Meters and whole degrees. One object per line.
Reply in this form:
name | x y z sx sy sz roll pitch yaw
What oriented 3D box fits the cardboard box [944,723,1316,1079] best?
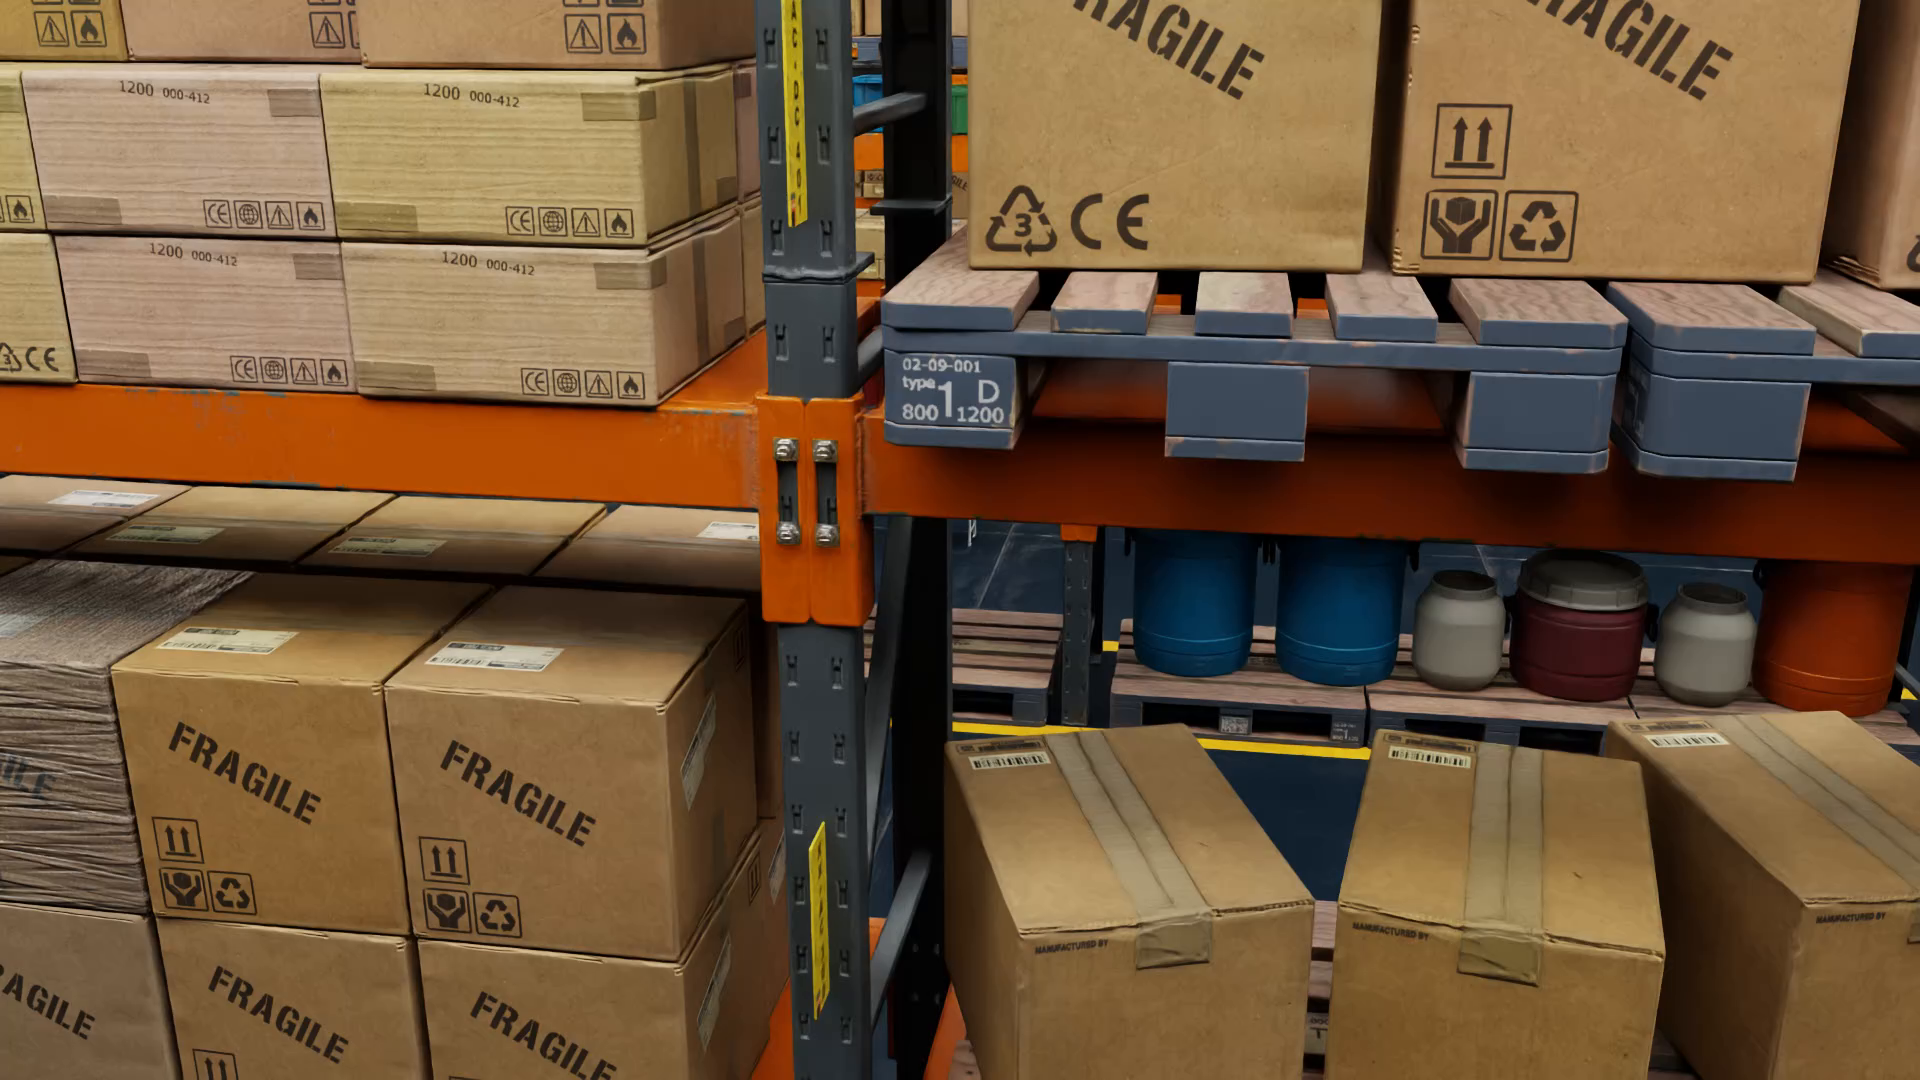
cardboard box | 0.275 0.728 3.081 0.500 0.500 0.700 -3 19 -10

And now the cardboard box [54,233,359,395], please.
cardboard box | -1.171 -0.440 2.901 0.500 0.250 0.500 3 19 9

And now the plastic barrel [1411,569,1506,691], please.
plastic barrel | 2.410 0.434 8.037 0.421 0.512 0.421 0 18 0

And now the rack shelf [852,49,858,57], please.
rack shelf | 0.330 -4.954 17.287 4.000 0.370 1.077 3 19 9

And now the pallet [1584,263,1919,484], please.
pallet | 1.500 -0.347 2.681 1.003 0.211 1.213 3 19 9

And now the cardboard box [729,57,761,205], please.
cardboard box | -0.597 -0.810 3.218 0.500 0.250 0.500 3 19 9

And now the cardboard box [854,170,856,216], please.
cardboard box | -1.094 -2.692 12.706 0.500 0.500 0.500 2 19 7

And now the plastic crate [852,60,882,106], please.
plastic crate | -0.550 -2.180 8.070 0.590 0.269 0.497 3 19 9

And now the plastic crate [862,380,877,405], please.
plastic crate | -0.209 -0.853 8.431 0.583 0.464 0.402 3 19 9

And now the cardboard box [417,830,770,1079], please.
cardboard box | -0.691 0.888 3.263 0.500 0.500 0.500 3 19 10

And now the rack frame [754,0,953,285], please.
rack frame | -0.157 -1.964 2.492 0.127 3.000 1.000 3 19 9

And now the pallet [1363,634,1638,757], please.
pallet | 2.596 0.764 8.187 1.213 0.211 1.003 3 19 9

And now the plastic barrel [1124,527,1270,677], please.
plastic barrel | 1.167 0.158 8.250 0.708 0.901 0.600 3 19 9

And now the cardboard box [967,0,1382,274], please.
cardboard box | 0.329 -0.787 2.725 0.600 0.600 0.600 1 19 3

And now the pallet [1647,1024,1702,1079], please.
pallet | 1.872 1.076 3.161 1.213 0.211 1.003 3 19 9

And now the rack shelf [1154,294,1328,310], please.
rack shelf | 3.393 -1.781 12.532 4.000 0.370 1.077 3 19 9

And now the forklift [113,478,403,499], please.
forklift | -2.752 0.136 5.778 1.130 2.935 3.031 10 21 28

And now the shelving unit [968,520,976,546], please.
shelving unit | -0.163 -0.577 10.638 0.503 1.200 0.258 3 19 9

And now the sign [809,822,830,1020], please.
sign | -0.235 0.640 2.797 0.005 0.325 0.100 3 19 9

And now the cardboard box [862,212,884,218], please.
cardboard box | -0.492 -2.477 13.245 0.500 0.250 0.500 3 19 9

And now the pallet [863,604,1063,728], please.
pallet | -0.100 0.626 8.598 1.213 0.211 1.003 3 19 9

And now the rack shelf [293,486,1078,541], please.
rack shelf | -1.342 -0.431 8.496 4.000 0.370 1.077 3 19 9

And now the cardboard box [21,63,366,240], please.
cardboard box | -1.173 -0.673 2.810 0.500 0.250 0.500 3 19 9

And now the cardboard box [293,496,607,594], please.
cardboard box | -1.087 0.221 3.681 0.500 0.500 0.500 2 19 7

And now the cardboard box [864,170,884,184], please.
cardboard box | -0.713 -4.033 17.504 0.500 0.500 0.500 3 19 9

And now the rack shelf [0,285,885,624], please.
rack shelf | -2.131 -0.301 3.383 4.000 0.370 1.077 3 19 9

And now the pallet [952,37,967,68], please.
pallet | 0.612 -3.648 12.390 1.213 0.211 1.003 3 19 9

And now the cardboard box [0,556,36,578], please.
cardboard box | -2.198 0.339 3.331 0.500 0.500 0.500 3 19 8

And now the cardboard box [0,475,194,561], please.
cardboard box | -2.104 0.170 3.836 0.500 0.500 0.500 4 19 10

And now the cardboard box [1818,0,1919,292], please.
cardboard box | 1.646 -0.721 2.527 0.600 0.600 0.600 2 19 6

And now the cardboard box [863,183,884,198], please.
cardboard box | -0.862 -3.705 17.544 0.250 0.149 0.380 2 19 7

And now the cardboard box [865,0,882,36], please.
cardboard box | -0.388 -4.059 12.503 0.500 0.500 0.700 4 19 11

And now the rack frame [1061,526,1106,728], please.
rack frame | 0.633 -0.671 8.081 0.127 3.000 1.000 3 19 9

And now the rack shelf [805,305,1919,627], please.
rack shelf | 1.818 -0.100 2.781 4.000 0.370 1.077 3 19 9

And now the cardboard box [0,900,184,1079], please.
cardboard box | -1.708 0.838 3.414 0.500 0.500 0.500 3 19 10

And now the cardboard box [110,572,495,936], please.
cardboard box | -1.203 0.390 3.178 0.500 0.500 0.500 3 19 8

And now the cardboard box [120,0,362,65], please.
cardboard box | -1.114 -1.146 3.039 0.500 0.500 0.700 3 19 9

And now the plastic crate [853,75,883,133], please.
plastic crate | -0.317 -1.960 7.470 0.300 0.233 0.416 3 19 9

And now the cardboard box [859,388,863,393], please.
cardboard box | -0.988 -1.563 13.433 0.875 0.875 0.875 3 19 9

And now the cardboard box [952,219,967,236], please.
cardboard box | -0.075 -2.284 12.668 0.500 0.250 0.500 3 19 10

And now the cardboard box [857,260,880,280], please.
cardboard box | -0.714 -2.107 12.768 0.250 0.149 0.380 2 19 7

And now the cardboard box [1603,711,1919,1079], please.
cardboard box | 1.597 0.704 3.154 0.500 0.500 0.700 -2 19 -5

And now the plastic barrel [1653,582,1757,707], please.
plastic barrel | 3.525 0.491 7.867 0.421 0.512 0.421 0 18 0

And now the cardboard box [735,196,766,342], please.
cardboard box | -0.598 -0.573 3.297 0.500 0.250 0.500 3 19 9

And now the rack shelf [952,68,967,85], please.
rack shelf | -0.556 -3.405 12.658 4.000 0.370 1.077 3 19 9
